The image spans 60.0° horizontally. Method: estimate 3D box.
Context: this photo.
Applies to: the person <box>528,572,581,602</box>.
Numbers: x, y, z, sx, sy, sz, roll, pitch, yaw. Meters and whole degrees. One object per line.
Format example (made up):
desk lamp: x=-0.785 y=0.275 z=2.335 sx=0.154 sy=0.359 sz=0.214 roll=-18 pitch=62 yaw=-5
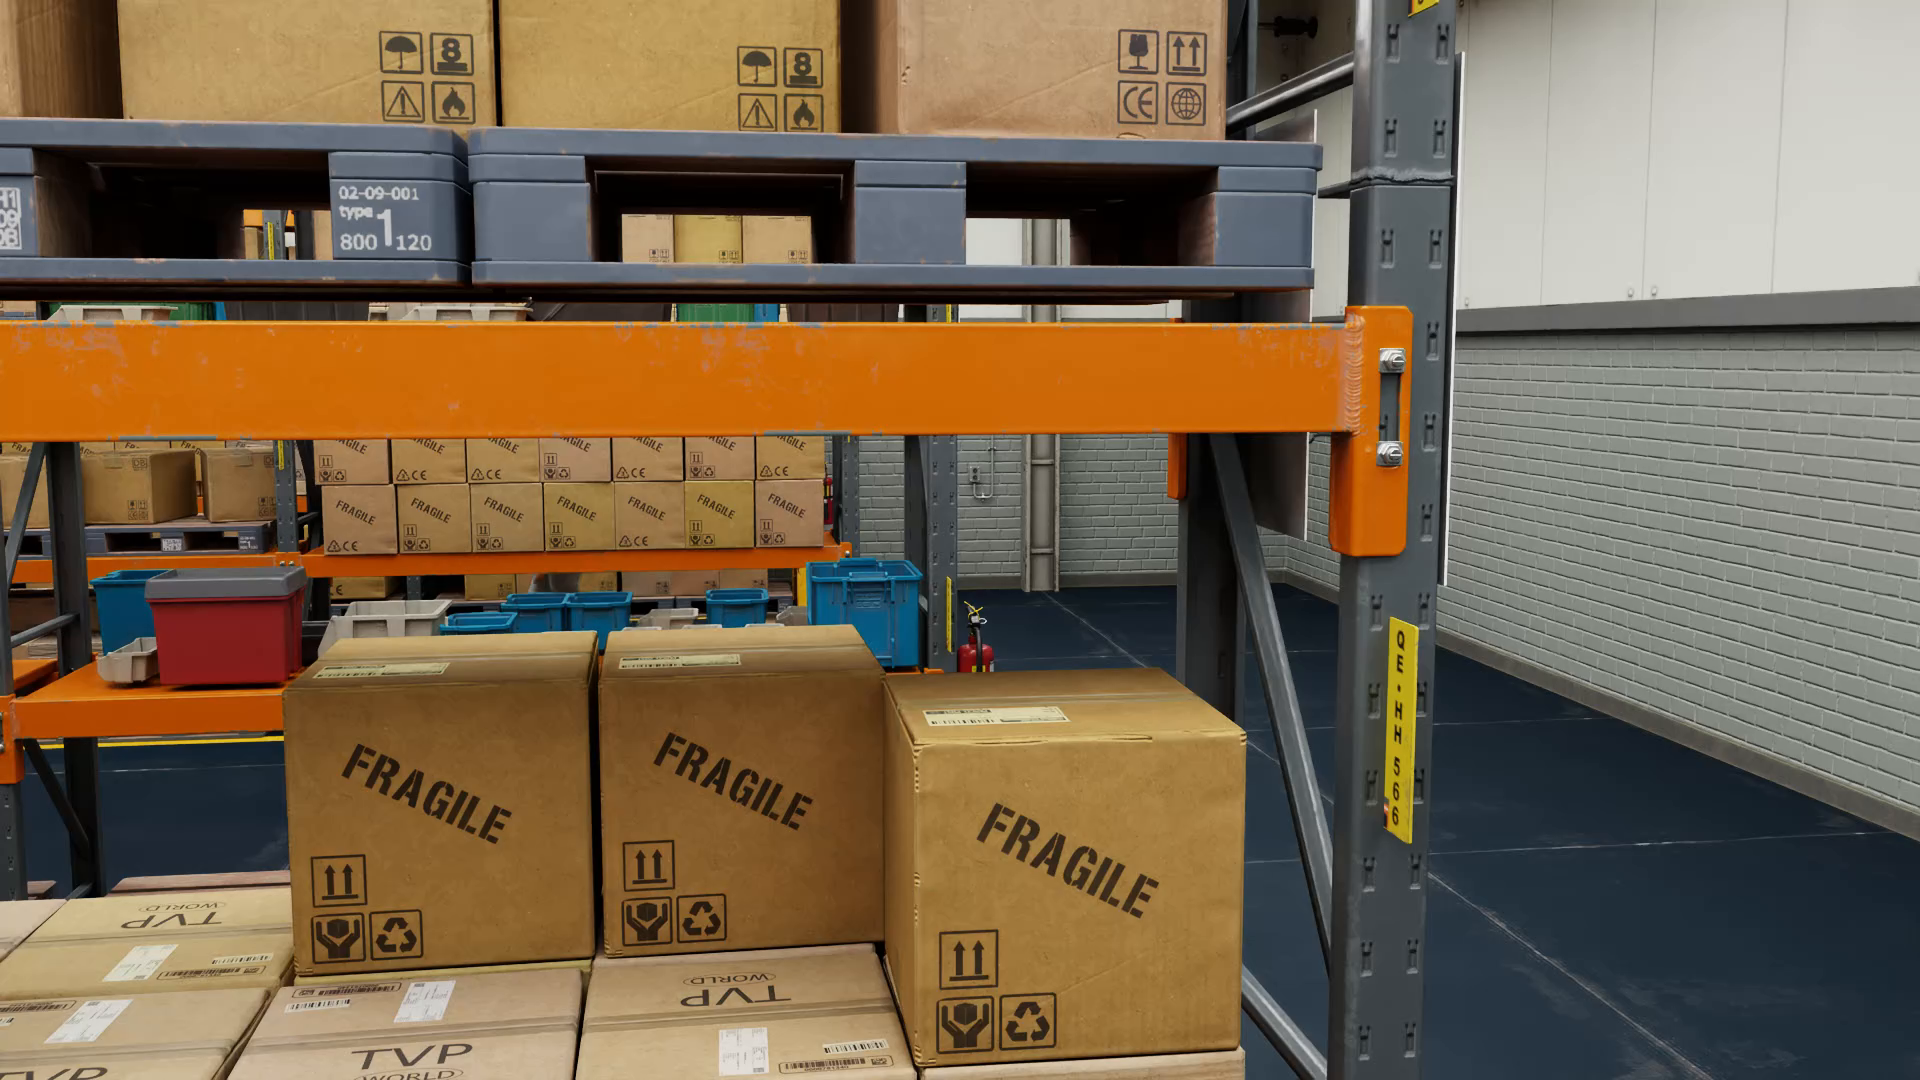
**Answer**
person: x=-3.525 y=0.298 z=14.523 sx=0.485 sy=1.761 sz=0.478 roll=-4 pitch=8 yaw=-32
